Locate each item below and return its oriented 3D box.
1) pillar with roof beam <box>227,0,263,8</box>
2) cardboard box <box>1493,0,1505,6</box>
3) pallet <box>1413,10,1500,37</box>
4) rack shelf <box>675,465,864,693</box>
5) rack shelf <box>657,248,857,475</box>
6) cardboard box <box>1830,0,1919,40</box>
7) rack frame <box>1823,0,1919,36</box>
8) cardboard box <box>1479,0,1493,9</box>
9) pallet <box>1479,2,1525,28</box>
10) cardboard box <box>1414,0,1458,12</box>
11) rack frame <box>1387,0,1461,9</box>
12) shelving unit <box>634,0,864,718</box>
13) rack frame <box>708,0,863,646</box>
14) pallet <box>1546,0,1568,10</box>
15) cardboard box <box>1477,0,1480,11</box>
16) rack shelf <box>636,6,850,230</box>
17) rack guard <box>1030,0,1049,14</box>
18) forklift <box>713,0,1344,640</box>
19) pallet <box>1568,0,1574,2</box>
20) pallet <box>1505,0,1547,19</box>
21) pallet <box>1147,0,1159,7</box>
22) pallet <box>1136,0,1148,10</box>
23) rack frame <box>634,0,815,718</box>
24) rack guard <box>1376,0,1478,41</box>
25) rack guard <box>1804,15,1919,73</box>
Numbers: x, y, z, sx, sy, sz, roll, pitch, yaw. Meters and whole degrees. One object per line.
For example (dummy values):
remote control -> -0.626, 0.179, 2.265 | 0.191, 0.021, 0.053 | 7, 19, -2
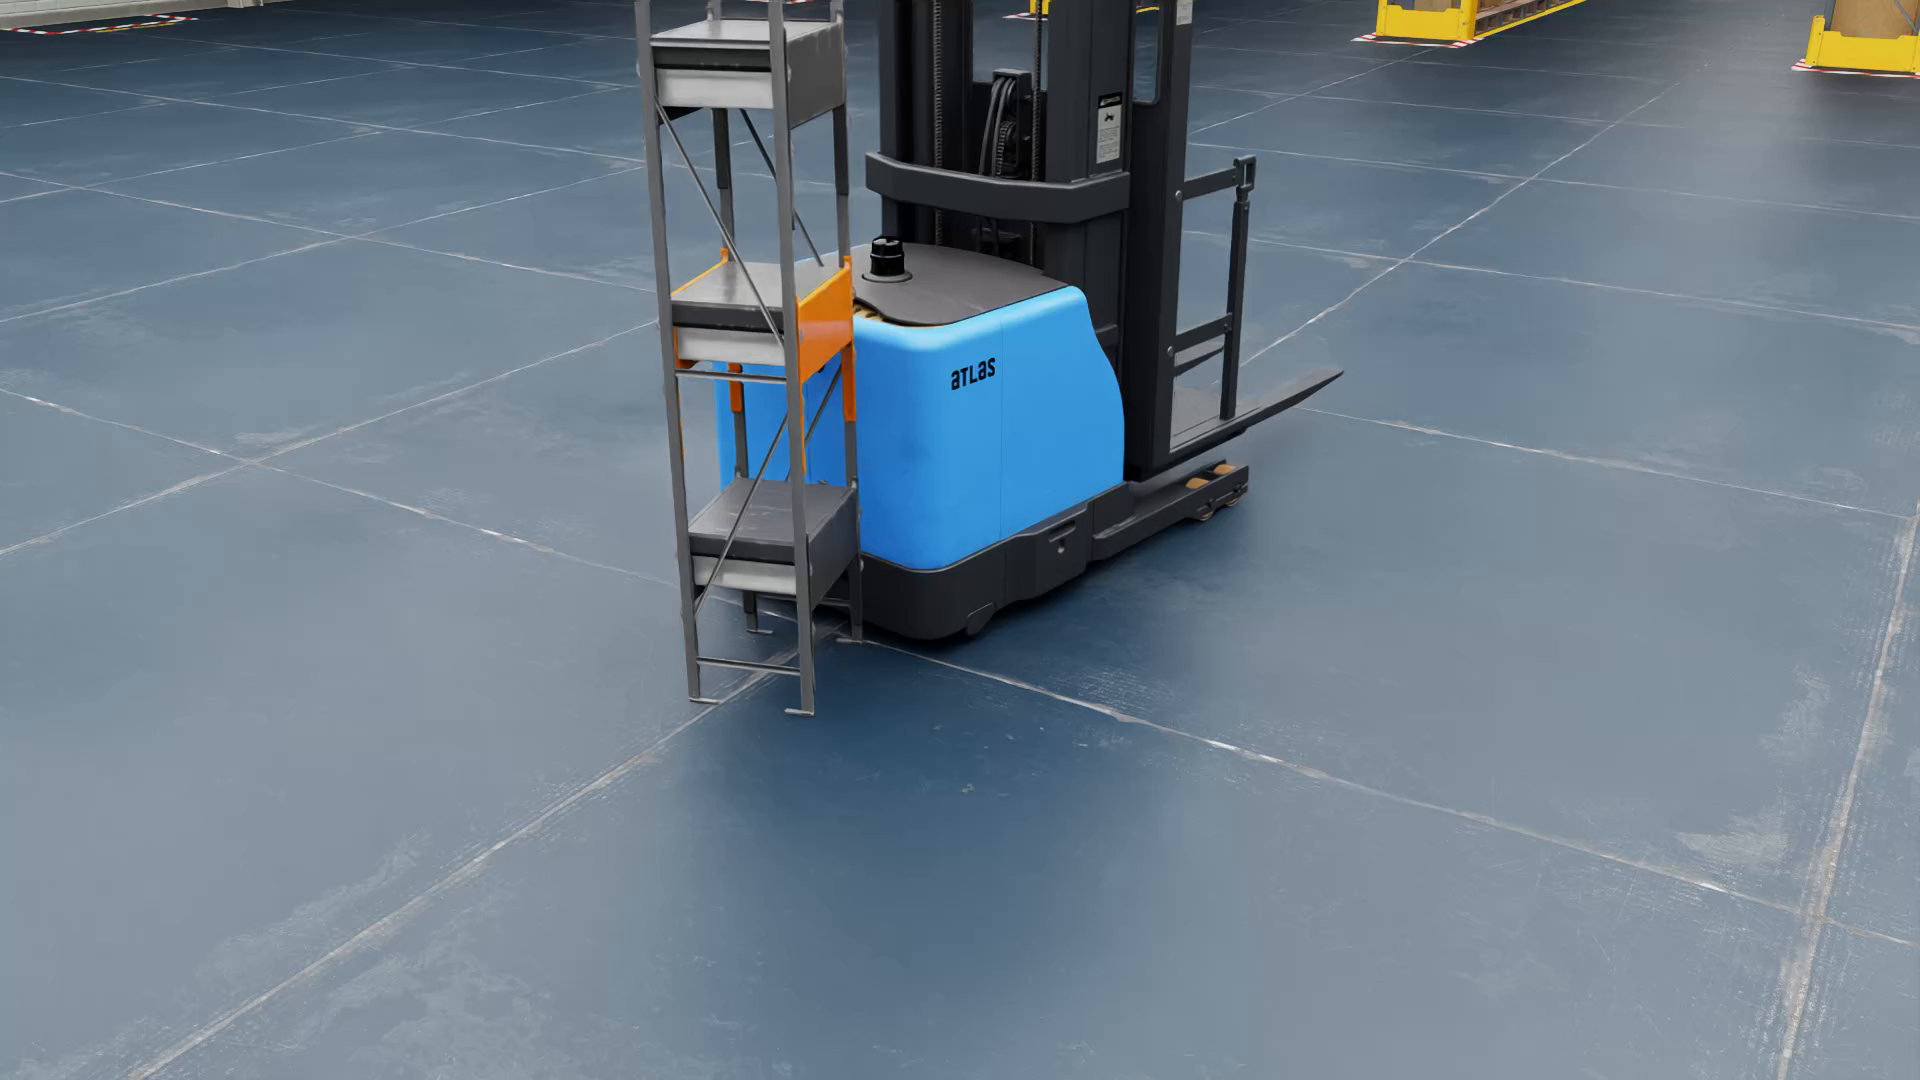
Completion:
pillar with roof beam -> -6.741, -10.994, 20.320 | 9.100, 9.000, 0.400 | 14, 27, 29
cardboard box -> 7.065, -7.485, 22.383 | 0.500, 0.500, 0.500 | 11, 26, 24
pallet -> 6.255, -6.650, 21.345 | 1.003, 0.211, 1.213 | 14, 27, 29
rack shelf -> -0.576, 0.110, 5.145 | 0.431, 0.518, 0.480 | 6, 24, 13
rack shelf -> -0.579, -0.532, 4.868 | 0.431, 0.518, 0.480 | 6, 24, 13
cardboard box -> 10.219, -6.024, 18.535 | 0.875, 0.875, 0.875 | 14, 27, 29
rack frame -> 9.917, -6.563, 17.636 | 1.000, 3.000, 0.127 | 14, 27, 29
cardboard box -> 6.733, -7.306, 21.969 | 0.500, 0.500, 0.500 | 17, 29, 34
pallet -> 6.900, -7.060, 22.292 | 1.003, 0.211, 1.213 | 14, 27, 29
cardboard box -> 6.100, -6.890, 21.007 | 0.500, 0.500, 0.500 | 20, 30, 38
rack frame -> 5.757, -7.637, 20.116 | 1.000, 3.000, 0.127 | 14, 27, 29
shelving unit -> -0.579, -0.545, 4.863 | 0.431, 2.100, 0.503 | 6, 24, 13
rack frame -> -0.519, -0.639, 5.079 | 0.400, 2.100, 0.015 | 6, 24, 13
pallet -> 8.276, -7.970, 24.396 | 1.003, 0.211, 1.213 | 14, 27, 29
cardboard box -> 6.386, -7.099, 21.490 | 0.500, 0.500, 0.500 | -20, 31, -39
rack shelf -> -0.582, -1.175, 4.591 | 0.431, 0.518, 0.480 | 6, 24, 13
rack guard -> 1.549, -7.563, 23.092 | 1.175, 0.500, 0.348 | 14, 27, 29
forklift -> 0.488, -1.534, 6.104 | 1.130, 2.935, 3.031 | 19, 30, 37
pallet -> 8.919, -8.384, 25.351 | 1.003, 0.211, 1.213 | 14, 27, 29
pallet -> 7.542, -7.473, 23.247 | 1.003, 0.211, 1.213 | 14, 27, 29
pallet -> 2.626, -8.114, 24.727 | 1.003, 0.211, 1.213 | 14, 27, 29
pallet -> 1.982, -7.704, 23.780 | 1.003, 0.211, 1.213 | 14, 27, 29
rack frame -> -0.640, -0.451, 4.646 | 0.400, 2.100, 0.015 | 6, 24, 13
rack guard -> 5.797, -6.516, 20.671 | 1.175, 0.500, 0.348 | 14, 27, 29
rack guard -> 9.904, -5.408, 18.114 | 1.175, 0.500, 0.348 | 14, 27, 29
